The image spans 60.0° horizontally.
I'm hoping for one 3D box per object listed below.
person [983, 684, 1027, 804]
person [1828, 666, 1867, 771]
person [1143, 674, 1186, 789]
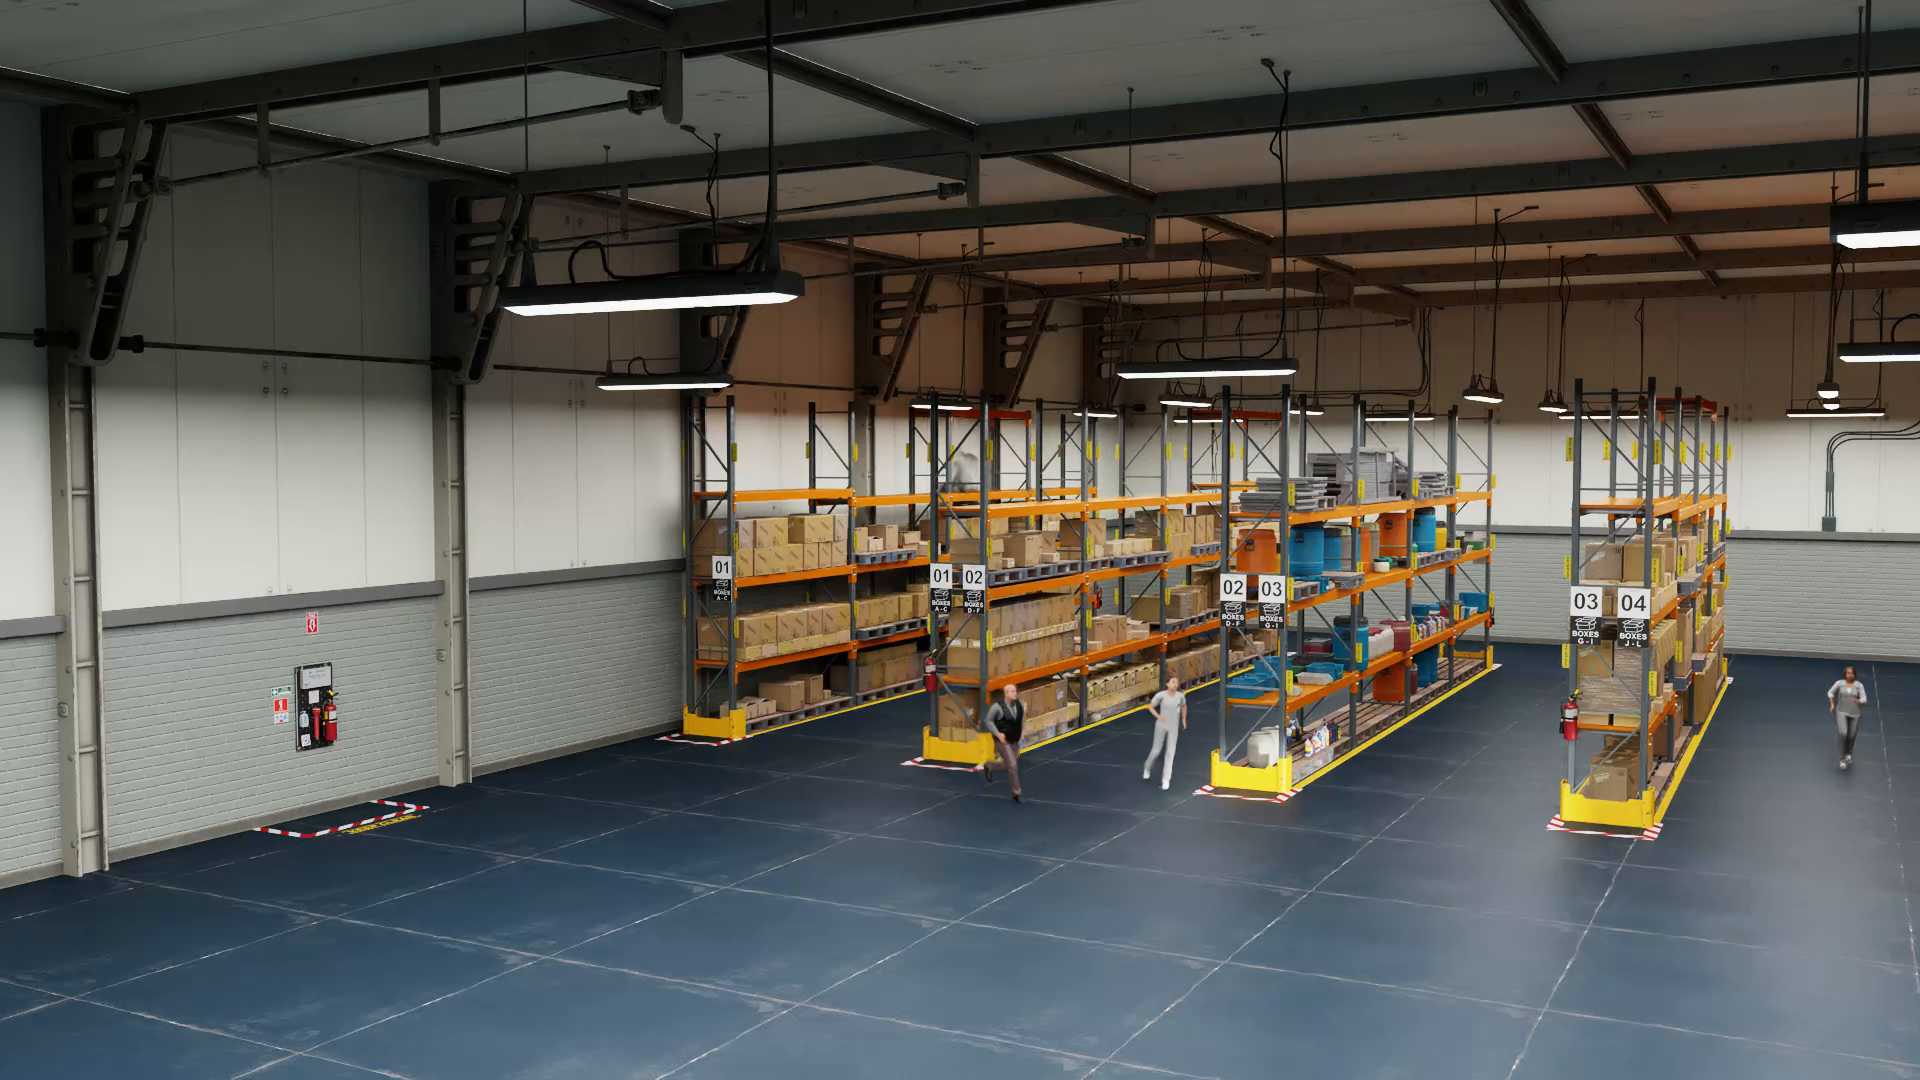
[{"bbox_3d":[0.629,2.916,24.027,0.664,1.713,0.935,-3,4,-41],"label":"person"},{"bbox_3d":[14.047,2.813,26.320,0.506,1.645,0.721,1,3,19],"label":"person"},{"bbox_3d":[3.135,2.845,25.017,0.639,1.651,0.945,0,3,-6],"label":"person"}]
